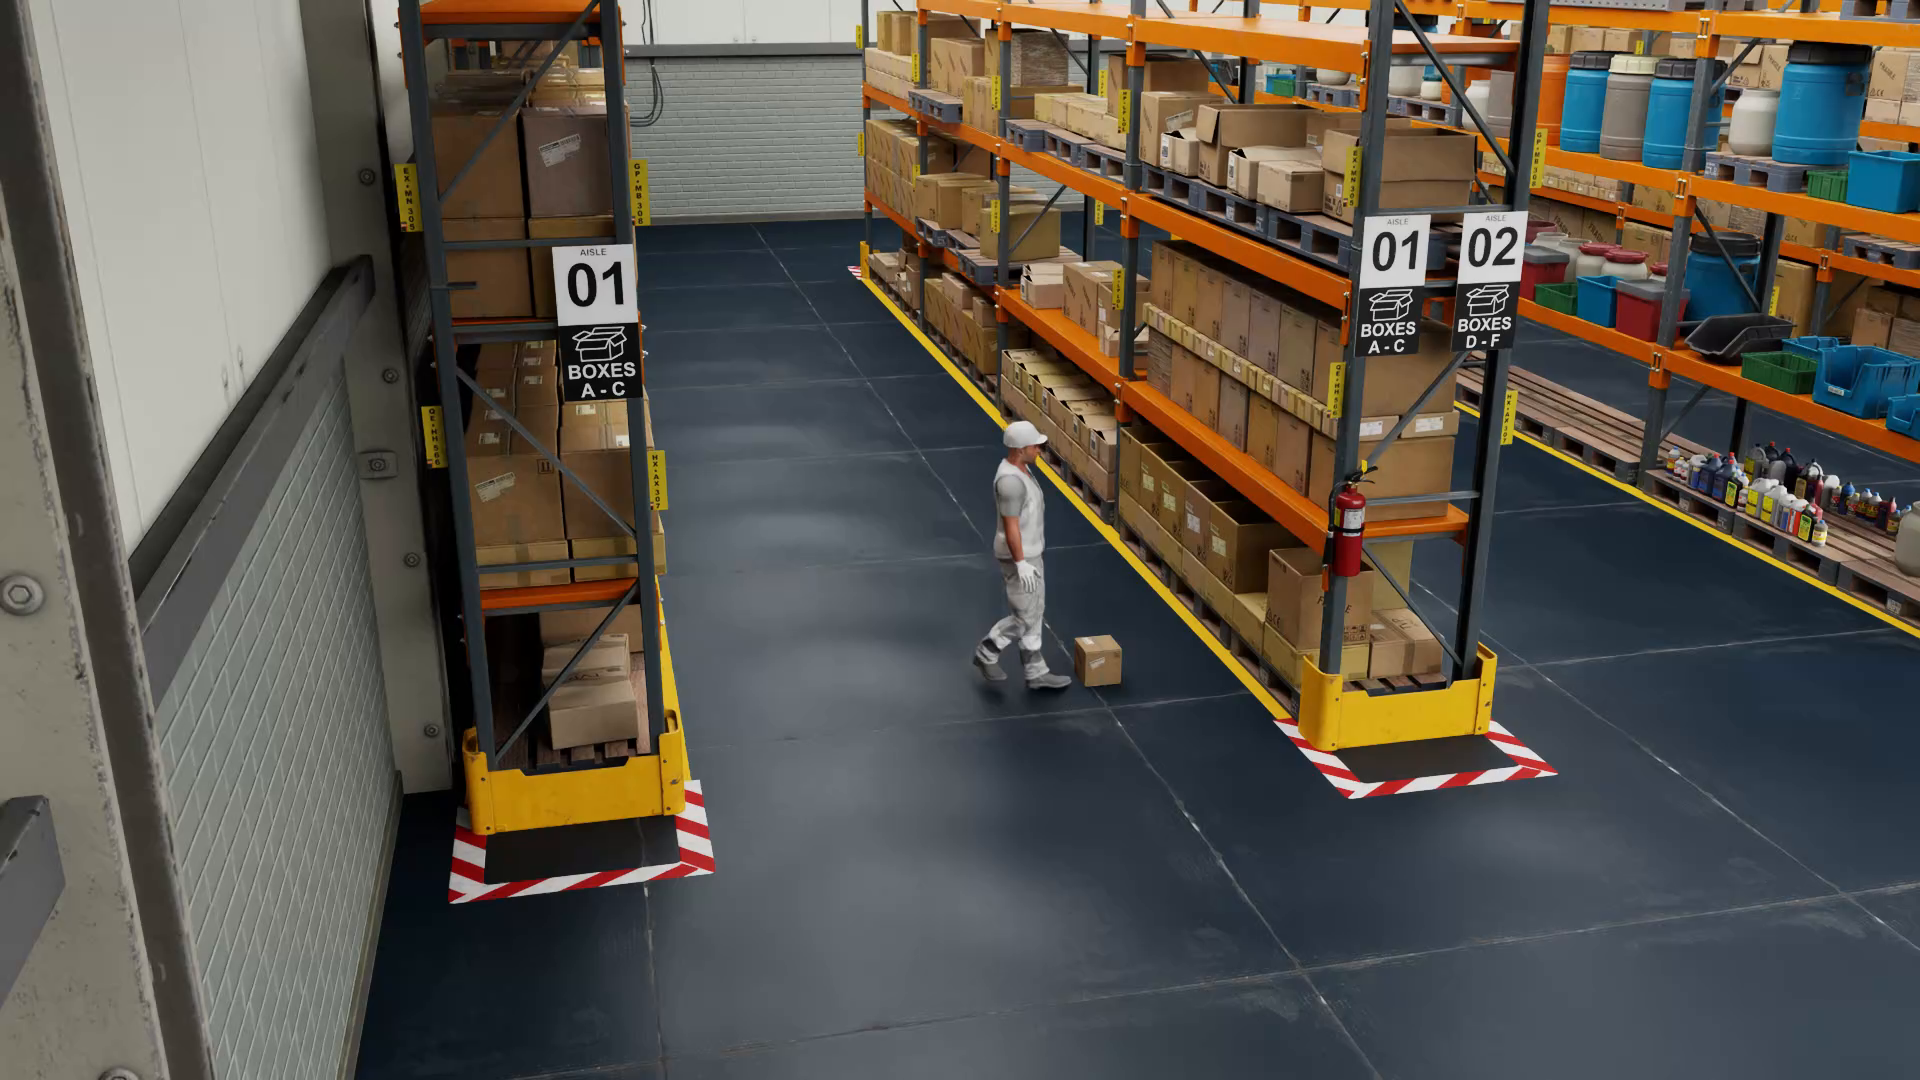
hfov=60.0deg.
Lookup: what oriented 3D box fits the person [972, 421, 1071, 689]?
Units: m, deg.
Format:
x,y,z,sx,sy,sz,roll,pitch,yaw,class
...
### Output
x,y,z,sx,sy,sz,roll,pitch,yaw,class
0.401,0.114,10.670,0.656,1.781,0.618,4,20,12,person
